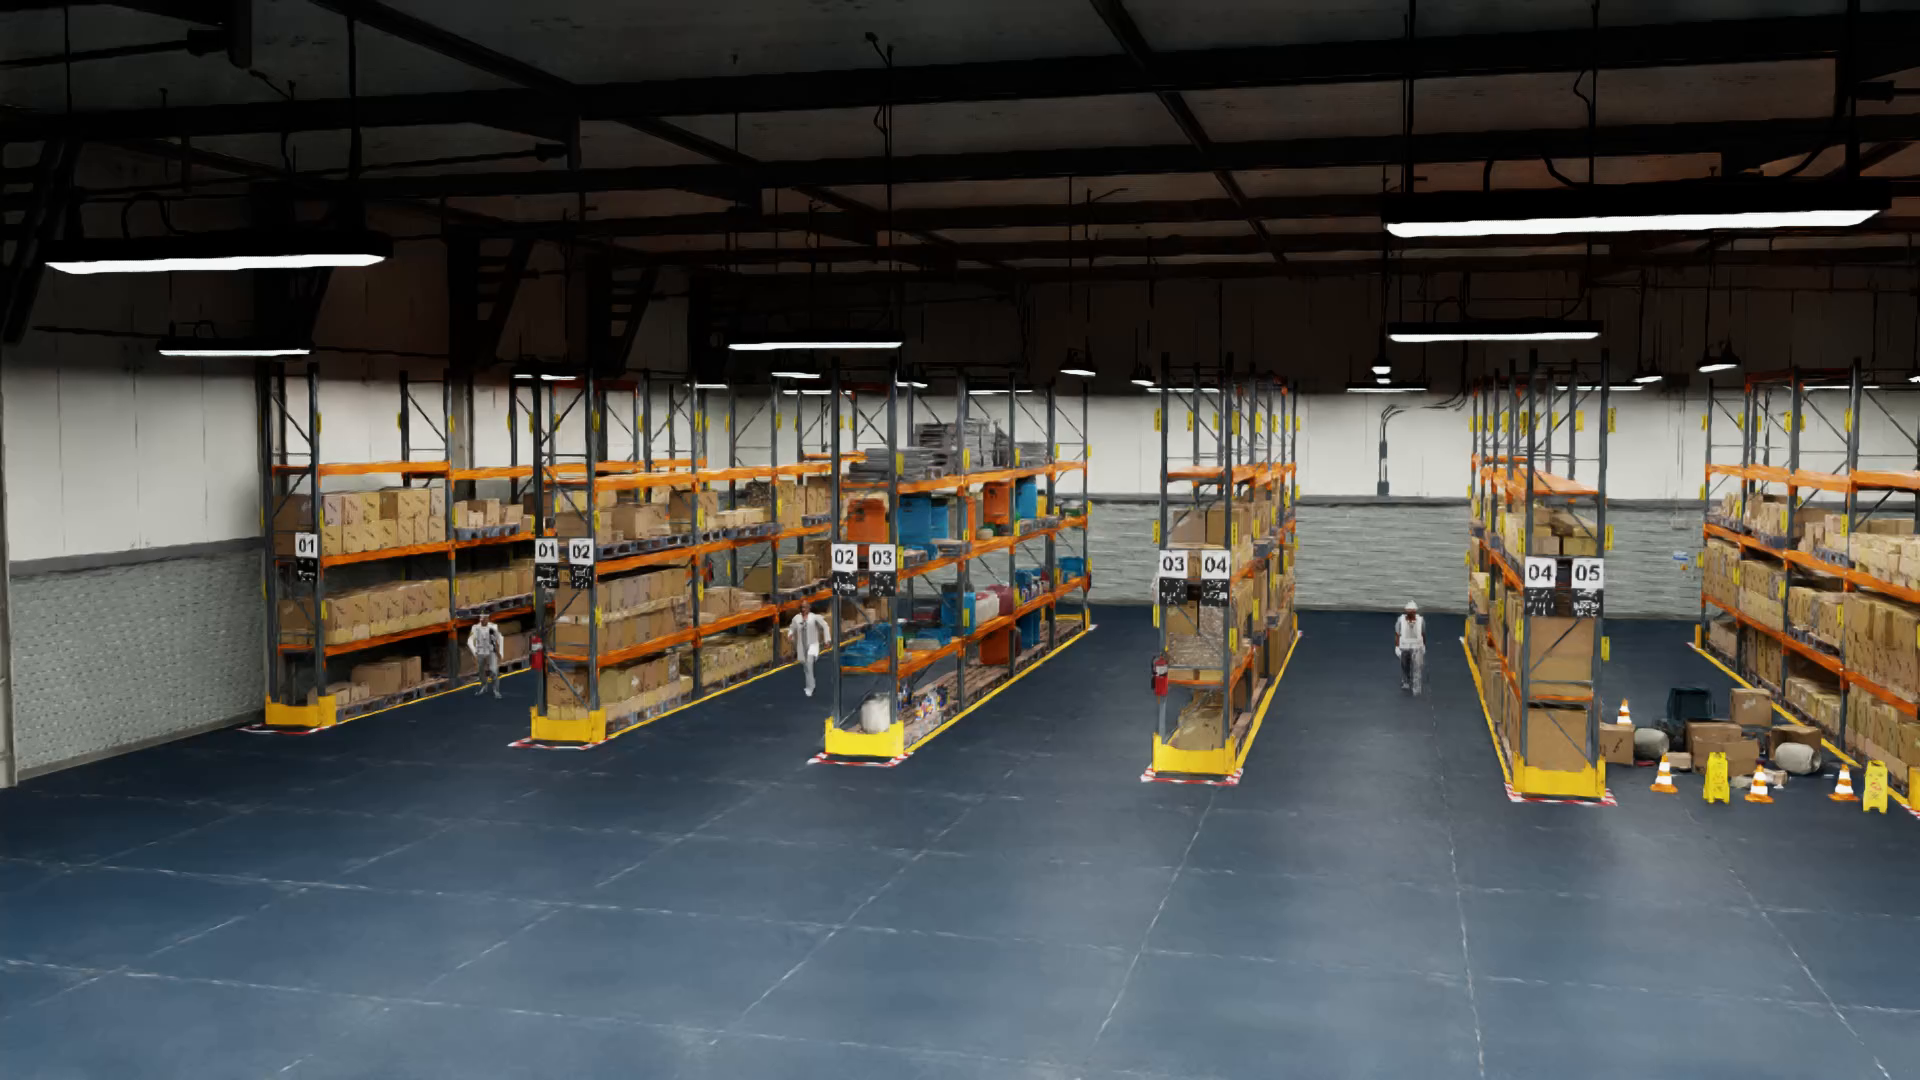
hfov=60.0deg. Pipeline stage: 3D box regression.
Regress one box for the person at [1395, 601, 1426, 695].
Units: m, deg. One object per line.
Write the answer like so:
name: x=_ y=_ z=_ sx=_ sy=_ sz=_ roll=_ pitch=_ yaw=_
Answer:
person: x=8.325 y=1.974 z=30.747 sx=0.566 sy=1.706 sz=1.122 roll=1 pitch=4 yaw=17

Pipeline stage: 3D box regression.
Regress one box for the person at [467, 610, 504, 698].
person: x=-8.617 y=2.058 z=30.301 sx=0.641 sy=1.610 sz=0.800 roll=0 pitch=4 yaw=-4

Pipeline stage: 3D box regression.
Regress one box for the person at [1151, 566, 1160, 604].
person: x=5.017 y=1.341 z=41.214 sx=0.566 sy=1.541 sz=0.519 roll=1 pitch=4 yaw=12

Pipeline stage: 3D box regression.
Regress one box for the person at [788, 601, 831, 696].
person: x=-2.823 y=1.975 z=30.825 sx=0.734 sy=1.717 sz=0.904 roll=1 pitch=4 yaw=20
